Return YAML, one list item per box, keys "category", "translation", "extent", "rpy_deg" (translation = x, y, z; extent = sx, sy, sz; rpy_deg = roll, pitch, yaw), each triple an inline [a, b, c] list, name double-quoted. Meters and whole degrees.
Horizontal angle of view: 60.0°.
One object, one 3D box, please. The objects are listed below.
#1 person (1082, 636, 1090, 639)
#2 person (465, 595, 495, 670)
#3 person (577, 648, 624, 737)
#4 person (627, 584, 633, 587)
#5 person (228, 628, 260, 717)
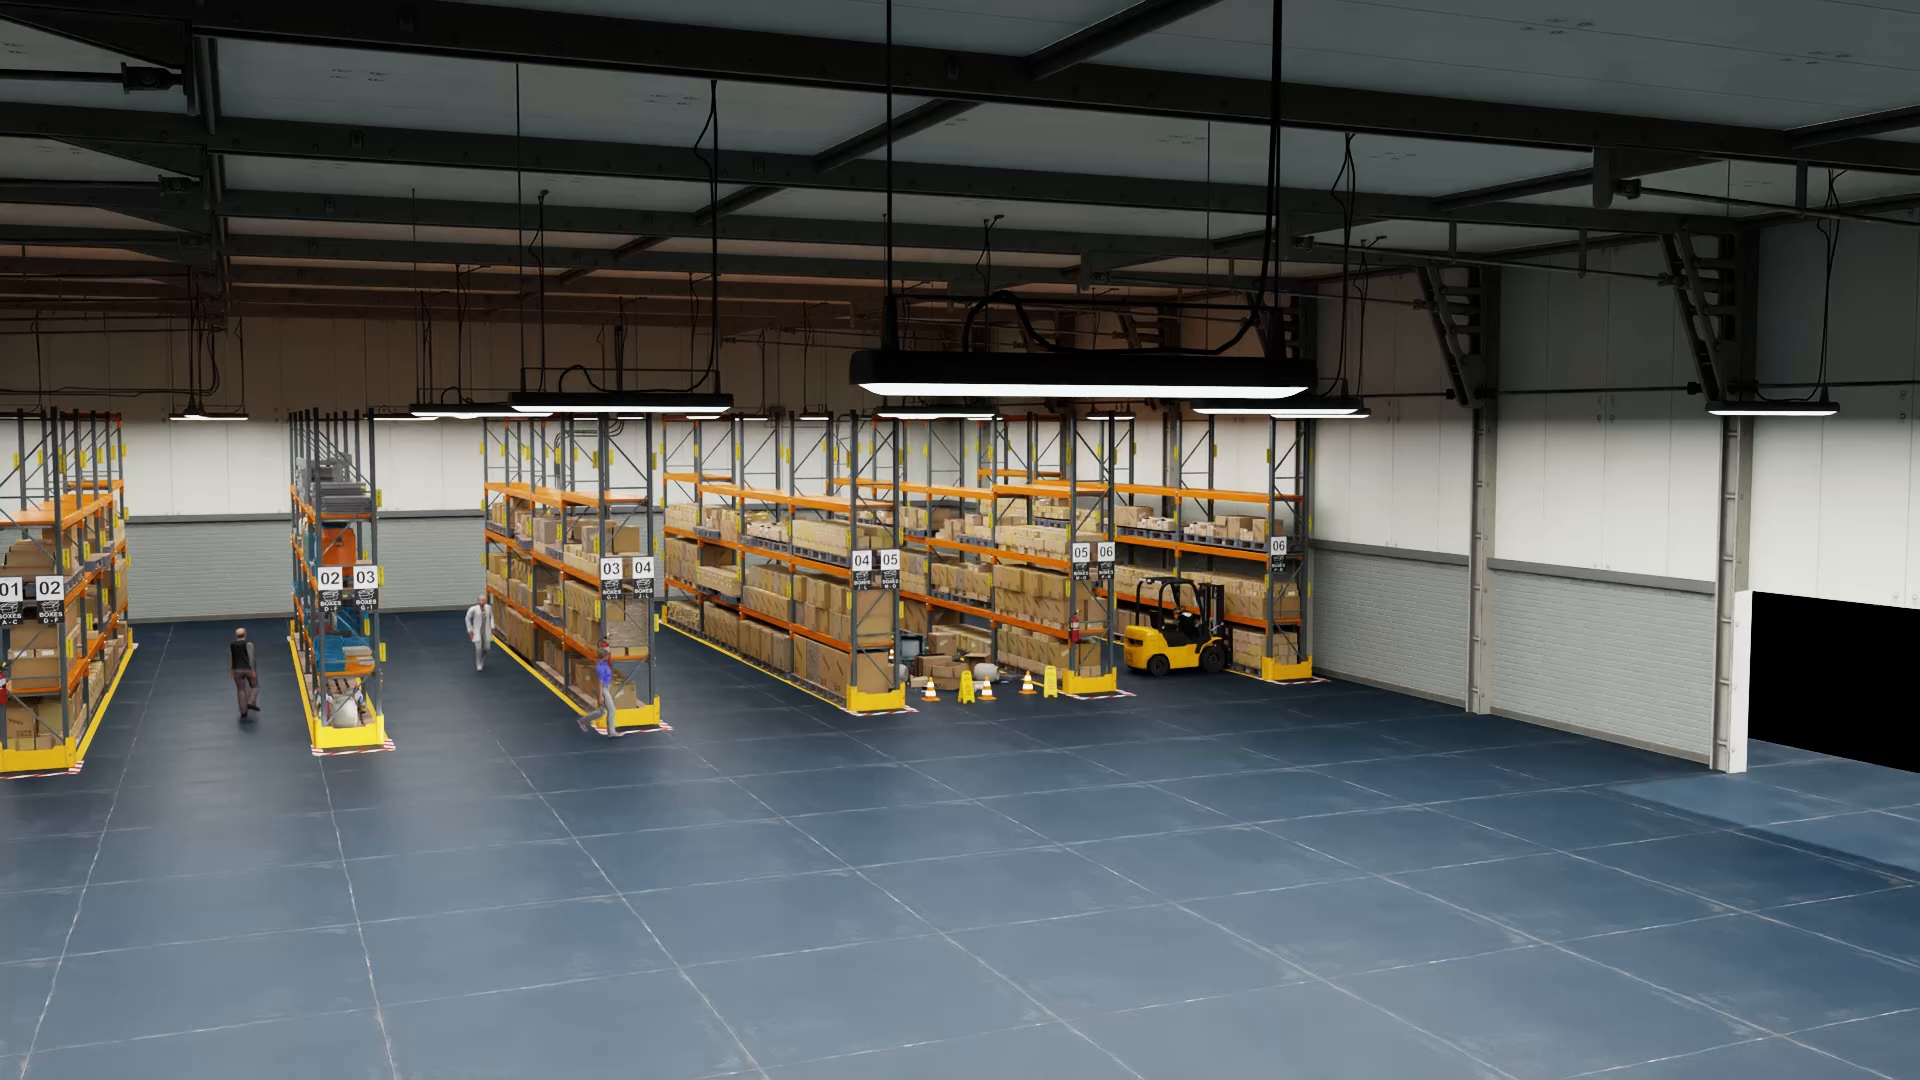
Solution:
- category: "person"
  translation: [3.082, 1.819, 42.109]
  extent: [0.427, 1.415, 0.686]
  rpy_deg: [-3, 5, -36]
- category: "person"
  translation: [-11.241, 2.142, 38.850]
  extent: [0.681, 1.749, 0.663]
  rpy_deg: [-3, 5, -33]
- category: "person"
  translation: [-6.556, 2.777, 30.362]
  extent: [0.835, 1.610, 0.526]
  rpy_deg: [0, 4, -2]
- category: "person"
  translation: [-9.360, 1.547, 46.969]
  extent: [0.572, 1.732, 1.060]
  rpy_deg: [-1, 4, -12]
- category: "person"
  translation: [-14.006, 2.582, 32.515]
  extent: [0.577, 1.710, 0.481]
  rpy_deg: [-1, 4, -15]
